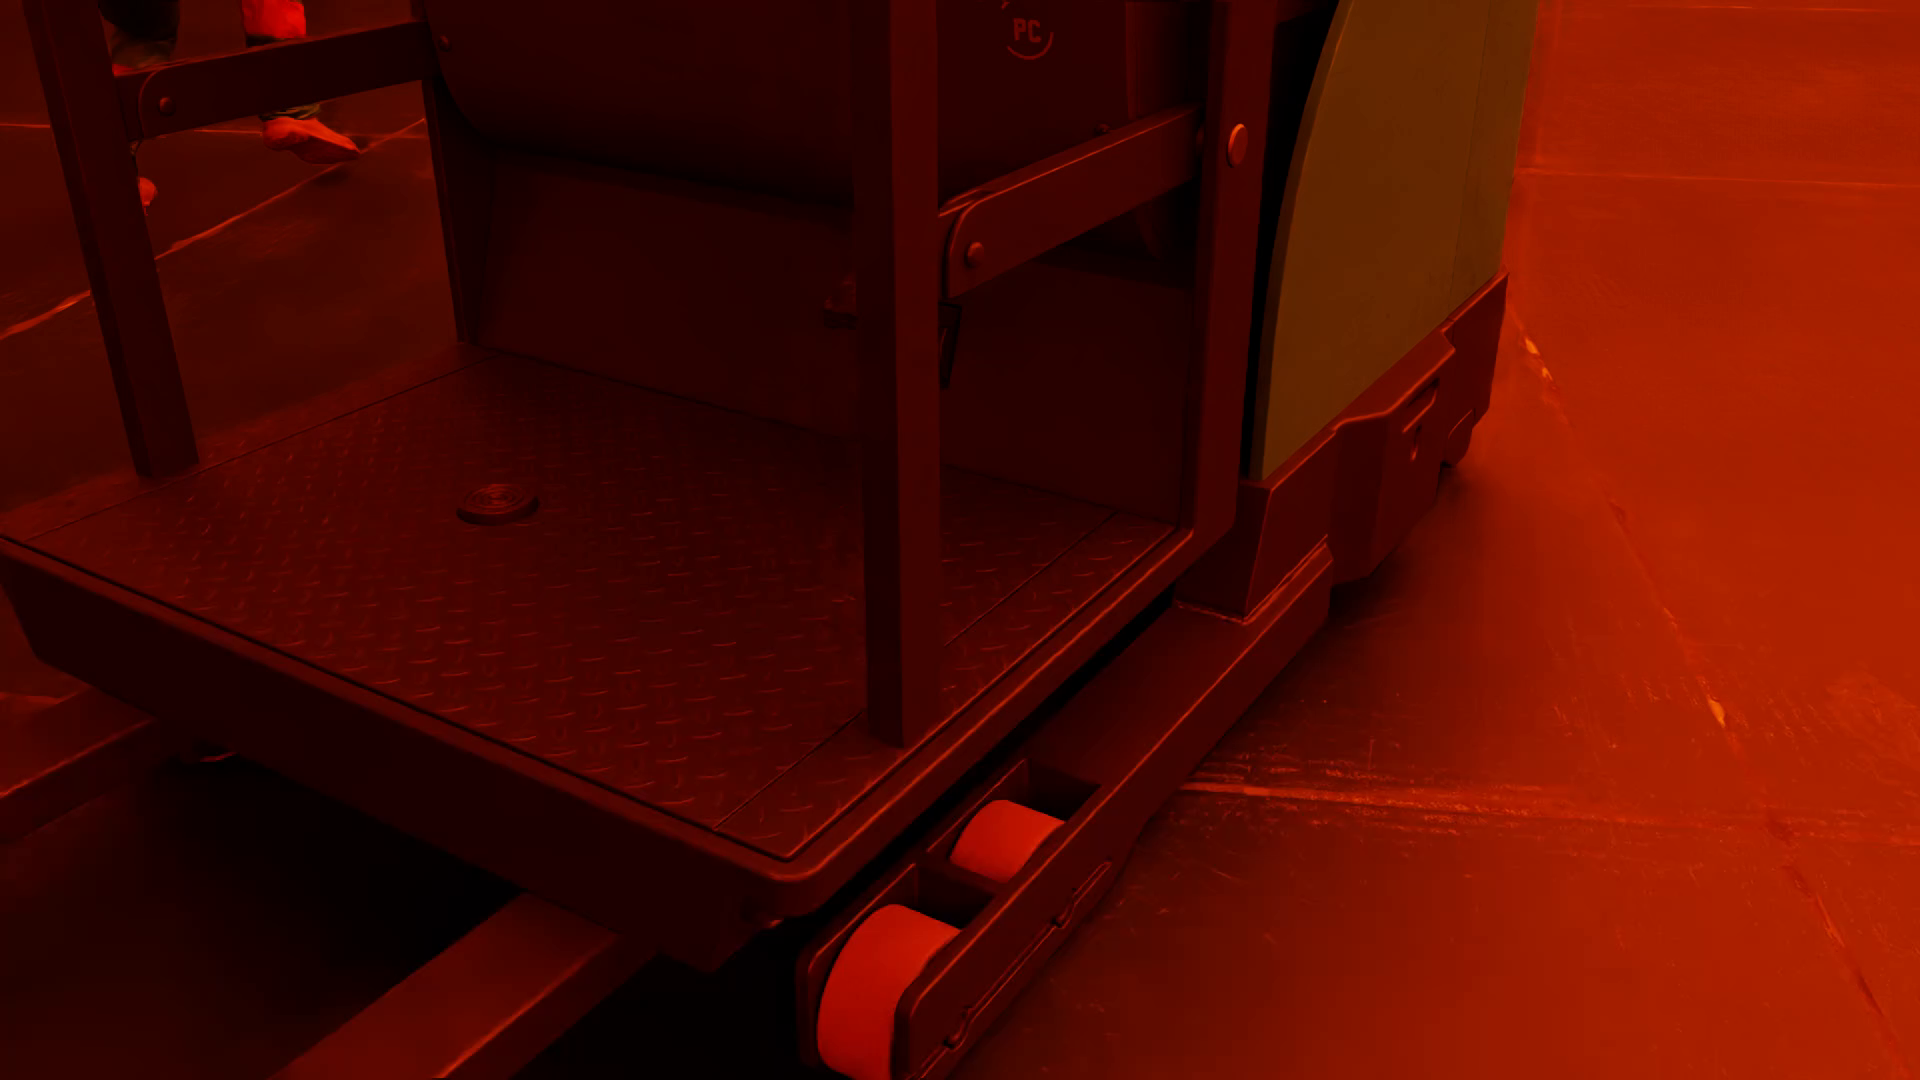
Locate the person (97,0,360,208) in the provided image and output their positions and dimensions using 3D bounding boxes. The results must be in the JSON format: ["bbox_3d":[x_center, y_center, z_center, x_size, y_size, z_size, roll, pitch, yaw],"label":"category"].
[{"bbox_3d":[-1.851,-1.548,3.910,0.789,1.551,0.739,3,27,7],"label":"person"}]

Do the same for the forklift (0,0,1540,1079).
[{"bbox_3d":[-0.323,-1.051,1.323,1.130,2.935,3.031,16,31,29],"label":"forklift"}]
